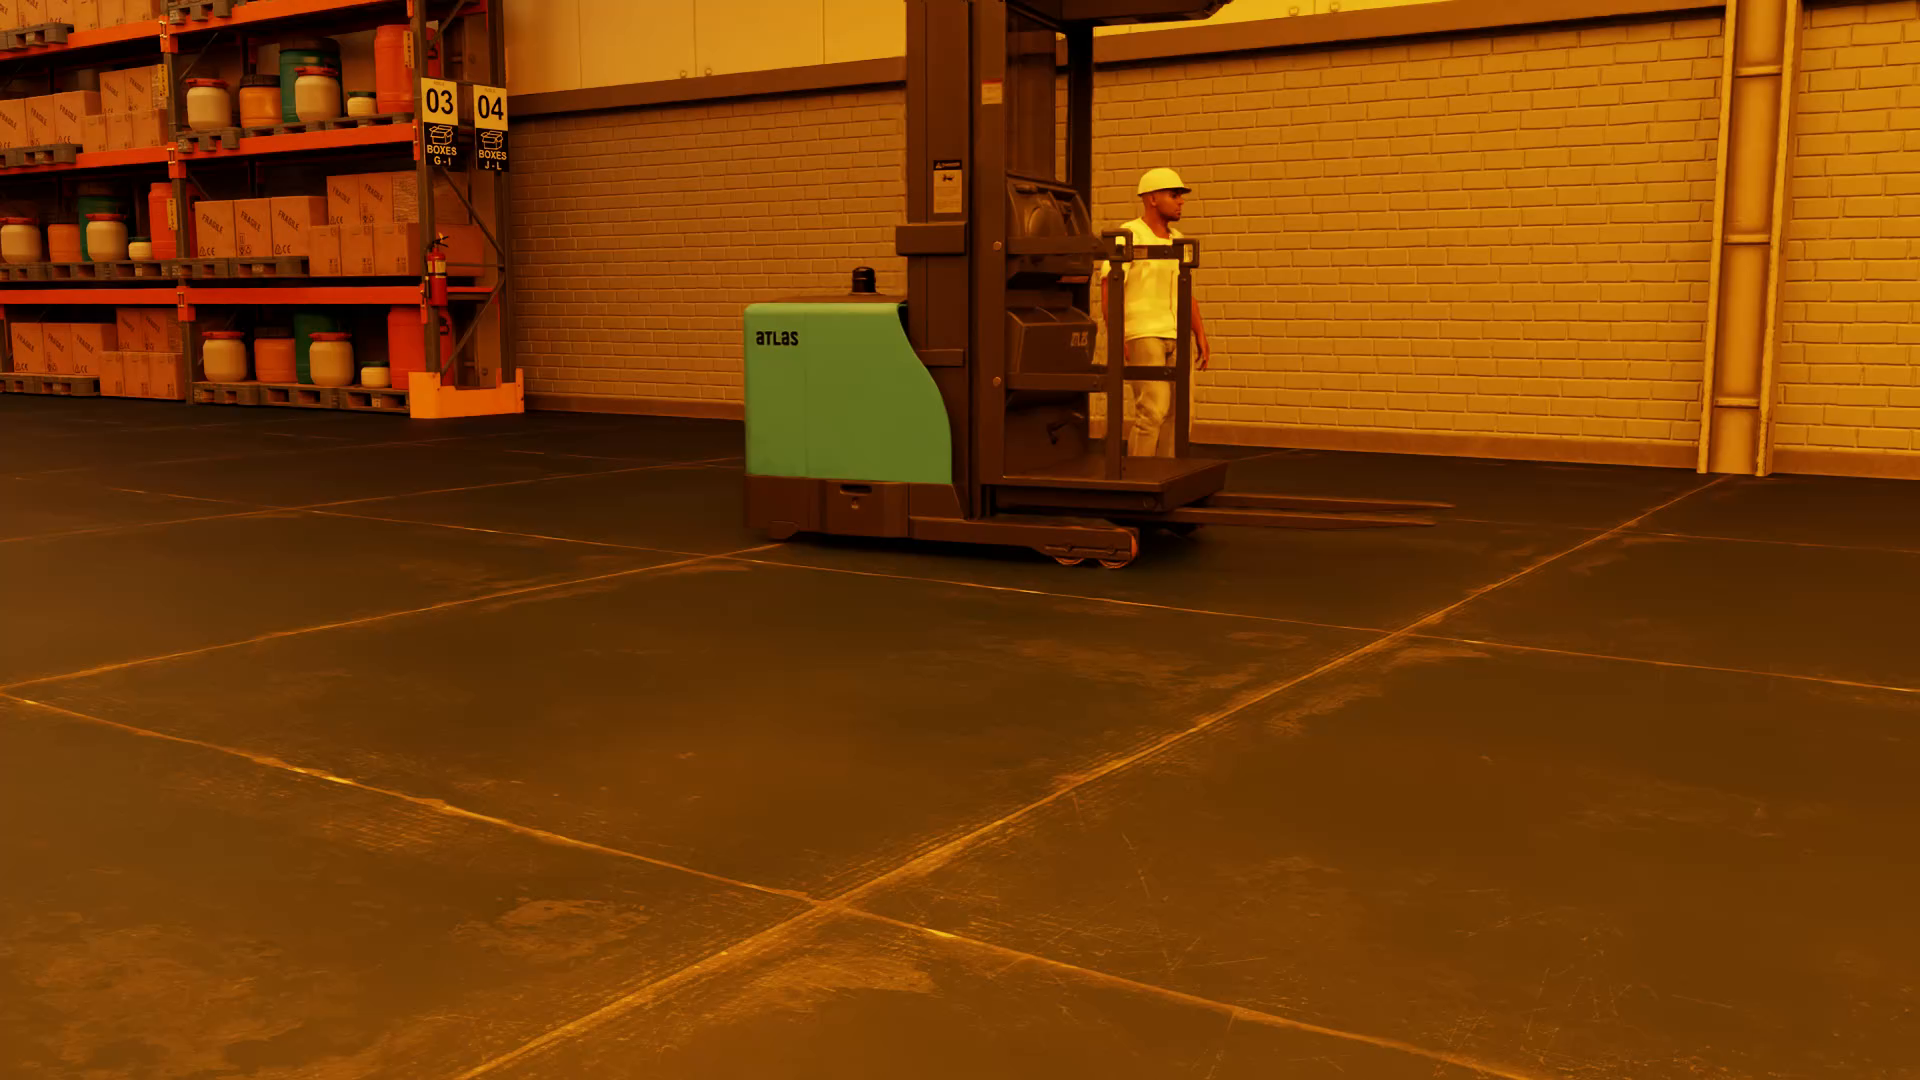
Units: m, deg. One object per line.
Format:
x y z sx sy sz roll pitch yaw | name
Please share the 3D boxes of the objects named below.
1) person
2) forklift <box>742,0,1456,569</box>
1.058 -1.042 8.680 0.708 1.764 0.478 -8 11 -43 | person
0.580 -1.418 7.168 3.031 2.935 1.130 4 9 23 | forklift
